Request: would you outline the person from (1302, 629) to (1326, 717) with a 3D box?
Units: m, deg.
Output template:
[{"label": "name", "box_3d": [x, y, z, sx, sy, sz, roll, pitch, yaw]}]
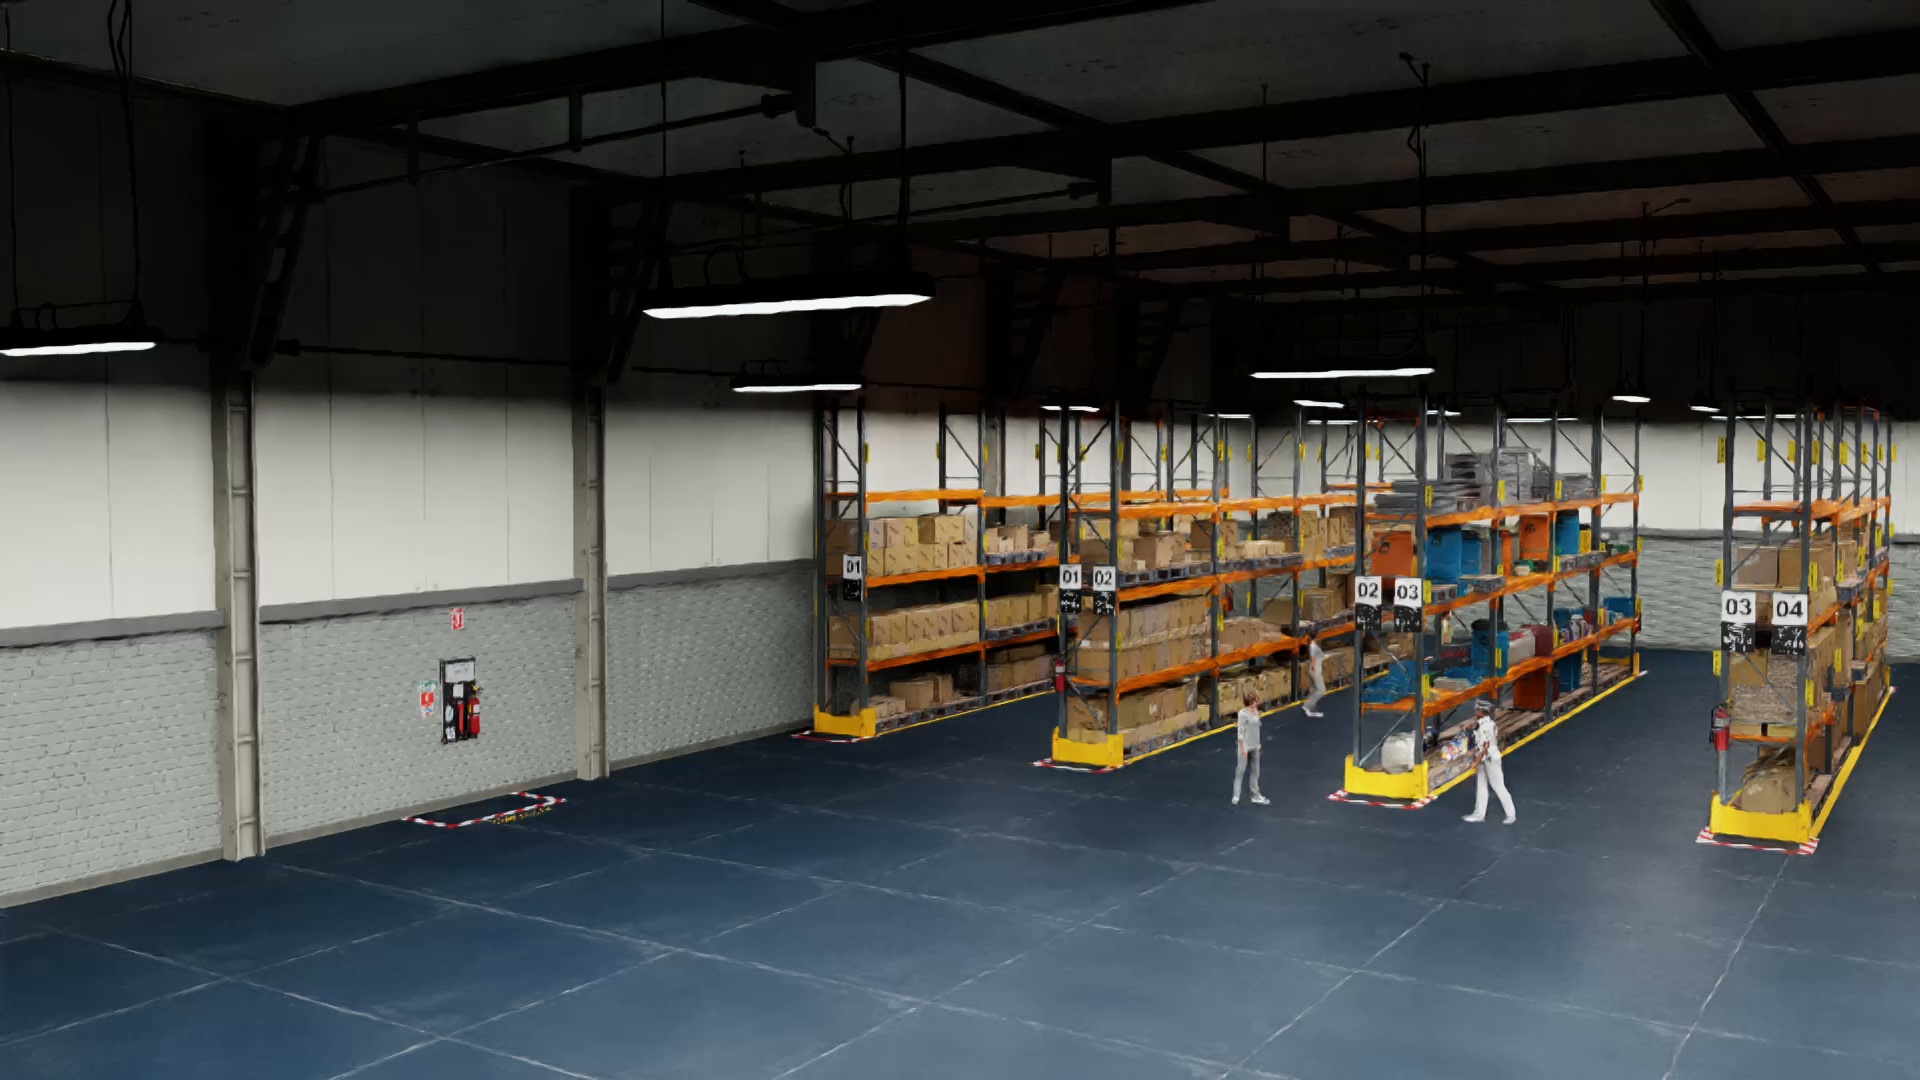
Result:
[{"label": "person", "box_3d": [6.688, 2.516, 31.464, 0.435, 1.669, 0.492, 0, 3, 8]}]

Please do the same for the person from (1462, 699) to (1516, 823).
[{"label": "person", "box_3d": [7.174, 2.991, 22.510, 0.677, 1.656, 0.488, 0, 3, 6]}]

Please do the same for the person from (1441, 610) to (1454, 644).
[{"label": "person", "box_3d": [10.436, 2.275, 35.648, 0.389, 1.676, 0.557, 1, 3, 10]}]

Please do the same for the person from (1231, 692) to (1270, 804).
[{"label": "person", "box_3d": [4.102, 2.953, 23.663, 0.515, 1.599, 0.422, -2, 4, -37]}]
